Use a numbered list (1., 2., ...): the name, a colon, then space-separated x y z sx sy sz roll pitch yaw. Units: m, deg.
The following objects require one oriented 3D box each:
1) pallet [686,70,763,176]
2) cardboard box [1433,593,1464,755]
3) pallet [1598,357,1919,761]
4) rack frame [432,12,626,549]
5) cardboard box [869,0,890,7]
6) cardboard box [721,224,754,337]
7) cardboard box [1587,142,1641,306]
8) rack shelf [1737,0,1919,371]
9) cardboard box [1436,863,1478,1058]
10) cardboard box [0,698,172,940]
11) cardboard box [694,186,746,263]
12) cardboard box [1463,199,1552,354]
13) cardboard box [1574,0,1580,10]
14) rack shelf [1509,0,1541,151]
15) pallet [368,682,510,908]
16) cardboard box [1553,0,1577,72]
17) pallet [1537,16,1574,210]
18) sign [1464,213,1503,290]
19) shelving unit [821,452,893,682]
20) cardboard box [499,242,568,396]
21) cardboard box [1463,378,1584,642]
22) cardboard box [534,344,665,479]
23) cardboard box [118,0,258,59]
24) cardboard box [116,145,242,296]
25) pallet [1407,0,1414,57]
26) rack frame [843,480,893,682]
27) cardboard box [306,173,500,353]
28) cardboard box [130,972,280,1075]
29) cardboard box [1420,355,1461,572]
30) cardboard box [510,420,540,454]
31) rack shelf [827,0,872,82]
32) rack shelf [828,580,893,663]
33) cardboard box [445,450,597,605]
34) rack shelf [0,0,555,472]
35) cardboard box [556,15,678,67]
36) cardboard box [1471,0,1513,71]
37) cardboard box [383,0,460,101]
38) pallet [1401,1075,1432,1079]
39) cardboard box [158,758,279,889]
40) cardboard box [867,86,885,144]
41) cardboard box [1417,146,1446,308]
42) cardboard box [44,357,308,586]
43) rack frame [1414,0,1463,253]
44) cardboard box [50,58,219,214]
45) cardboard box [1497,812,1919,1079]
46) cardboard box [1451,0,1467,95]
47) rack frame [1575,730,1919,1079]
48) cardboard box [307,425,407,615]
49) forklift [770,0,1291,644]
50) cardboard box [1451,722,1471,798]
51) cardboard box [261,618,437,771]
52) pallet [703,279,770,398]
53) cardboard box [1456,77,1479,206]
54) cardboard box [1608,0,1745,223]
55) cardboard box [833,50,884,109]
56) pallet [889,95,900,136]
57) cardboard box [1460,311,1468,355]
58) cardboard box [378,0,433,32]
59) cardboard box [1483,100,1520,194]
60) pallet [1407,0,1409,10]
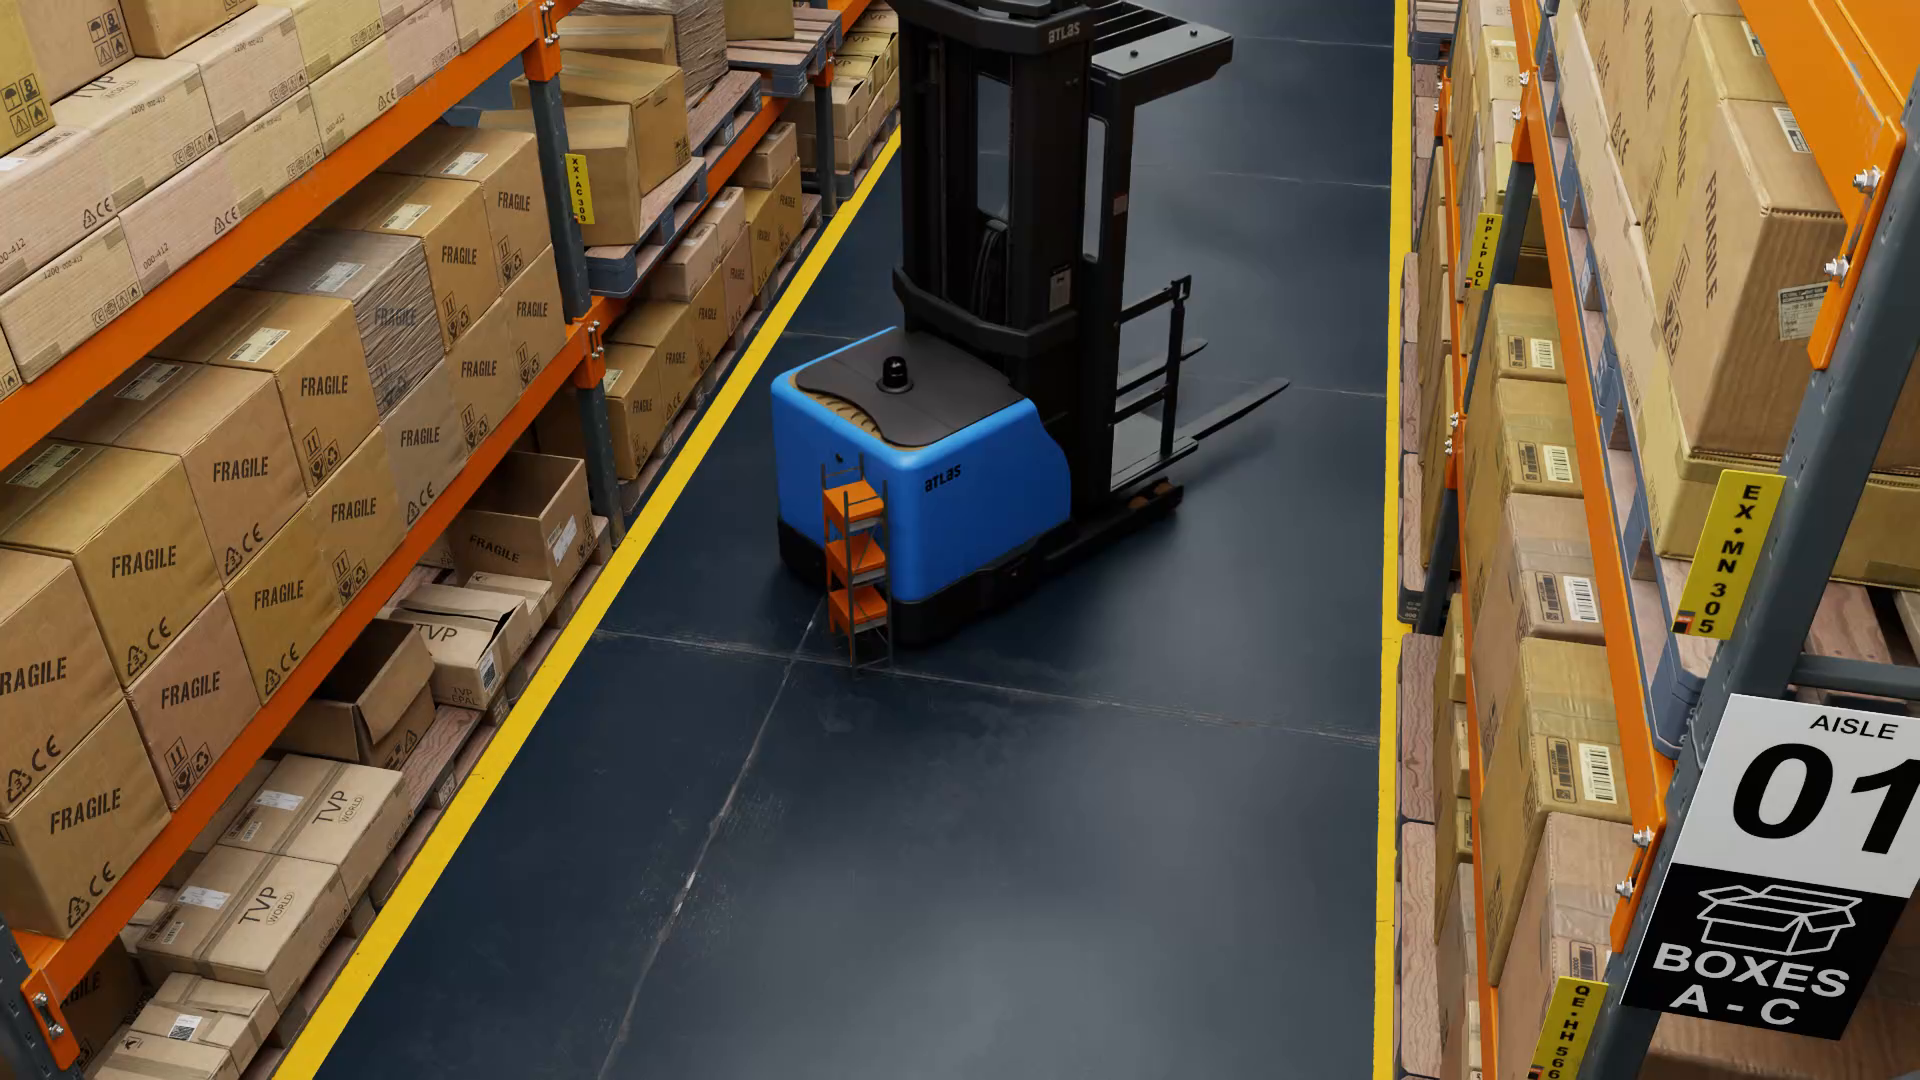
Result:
1. pallet: -1.776 -2.367 9.393 1.003 0.211 1.213 7 37 10
2. cardboard box: 2.361 0.610 6.894 0.700 0.500 0.500 8 37 11
3. pallet: 1.915 0.040 3.428 1.003 0.211 1.213 7 37 10
4. rack frame: -2.219 -1.267 7.712 1.000 3.000 0.127 7 37 10
5. cardboard box: -0.531 -4.284 13.382 0.500 0.311 0.500 7 37 10
6. cardboard box: -1.552 -1.562 9.874 0.500 0.500 0.500 6 36 8
7. cardboard box: 1.880 -0.770 4.155 0.500 0.250 0.500 6 36 9
8. rack shelf: 2.194 -1.477 3.844 1.077 0.370 4.000 7 37 10
9. cardboard box: 2.032 1.498 5.669 0.700 0.500 0.500 6 36 8
10. cardboard box: -2.721 0.765 4.824 0.500 0.500 0.500 8 37 11
11. cardboard box: -1.558 -1.844 9.624 0.500 0.250 0.500 7 36 9
12. cardboard box: 2.473 -1.113 7.144 0.500 0.500 0.500 7 36 9
13. cardboard box: 2.195 -1.942 5.133 0.500 0.500 0.500 7 37 10
14. rack shelf: 3.048 -2.718 7.771 1.077 0.370 4.000 7 37 10
15. pallet: -2.625 0.958 7.019 1.003 0.211 1.213 7 37 10
16. cardboard box: 2.216 -1.649 5.368 0.500 0.250 0.500 7 37 10
17. pallet: 2.436 -1.359 5.358 1.003 0.211 1.213 7 37 10
18. sign: 2.089 -1.147 6.627 0.100 0.325 0.005 7 37 10
19. shelving unit: -0.457 0.132 7.444 0.215 1.050 0.252 -17 39 -22
20. cardboard box: -2.075 -0.988 7.242 0.500 0.500 0.500 8 37 11
21. cardboard box: 2.328 -0.042 5.767 0.980 0.700 0.700 6 36 9
22. cardboard box: -1.878 -0.679 8.657 0.500 0.500 0.500 6 36 8
23. cardboard box: -2.590 -1.781 4.928 0.700 0.500 0.500 7 37 10
24. cardboard box: -2.491 -0.962 4.863 0.500 0.250 0.500 7 37 10
25. pallet: 4.439 -4.495 14.542 1.003 0.211 1.213 7 37 10
26. rack frame: -0.402 0.196 7.356 0.200 1.050 0.008 -17 39 -22
27. cardboard box: -2.181 -1.095 6.538 0.500 0.500 0.500 7 36 9
28. cardboard box: -2.595 1.655 5.719 0.380 0.166 0.250 7 37 10
29. cardboard box: 2.633 -0.336 7.902 0.750 0.750 0.750 8 37 11
30. cardboard box: -2.394 -0.751 8.756 0.500 0.500 0.500 7 37 10
31. rack shelf: -0.938 -4.415 12.669 1.077 0.370 4.000 7 37 10
32. rack shelf: -0.457 0.365 7.613 0.215 0.259 0.240 -17 39 -22
33. cardboard box: -2.064 -0.070 7.816 0.500 0.500 0.500 7 37 10
34. rack shelf: -2.646 -1.043 5.460 1.077 0.370 4.000 7 37 10
35. cardboard box: -1.902 -2.498 8.967 0.700 0.500 0.500 -1 36 -2
36. cardboard box: 2.910 -2.590 8.543 0.500 0.250 0.500 8 37 10
37. cardboard box: -2.180 -1.823 6.051 0.500 0.250 0.500 7 37 10
38. pallet: 1.861 2.306 5.158 1.003 0.211 1.213 7 37 10
39. cardboard box: -2.966 1.078 6.444 0.500 0.250 0.500 7 37 10
40. cardboard box: -0.859 -3.168 12.321 0.500 0.250 0.500 6 36 9
41. cardboard box: 3.190 -1.835 9.970 0.750 0.750 0.750 7 36 9
42. cardboard box: -2.505 -0.227 5.340 0.500 0.500 0.500 8 37 11
43. rack frame: 3.475 -2.941 10.022 1.000 3.000 0.127 7 37 10
44. cardboard box: -2.495 -1.165 4.717 0.500 0.250 0.500 7 37 10
45. cardboard box: 1.866 1.230 4.011 0.980 0.700 0.700 9 37 12
46. cardboard box: 3.122 -2.864 9.559 0.500 0.500 0.500 8 37 11
47. rack frame: 1.767 1.645 3.694 1.000 3.000 0.127 7 37 10
48. cardboard box: -2.398 -0.105 6.024 0.500 0.500 0.500 8 37 11
49. forklift: 0.526 -1.447 8.019 3.031 2.935 1.130 -28 45 -33
50. cardboard box: 1.998 0.820 6.052 0.380 0.149 0.250 6 36 9
51. cardboard box: -2.615 0.644 6.828 0.797 0.503 0.637 7 37 10
52. pallet: -1.824 -1.310 10.148 1.003 0.211 1.213 7 37 10
53. cardboard box: 2.790 -1.981 8.341 0.500 0.500 0.500 8 37 11
54. cardboard box: 1.877 -1.062 3.919 0.500 0.500 0.500 6 36 8
55. cardboard box: -0.862 -3.409 12.175 0.500 0.311 0.500 6 36 9
56. pallet: -0.888 -3.595 13.300 1.003 0.211 1.213 7 37 10
57. cardboard box: 2.448 -0.931 7.446 0.380 0.149 0.250 8 37 11
58. cardboard box: -2.168 -2.024 5.902 0.500 0.250 0.500 7 37 10
59. cardboard box: 2.590 -1.712 7.332 0.500 0.250 0.500 8 37 11
60. pallet: 4.697 -5.196 15.510 1.003 0.211 1.213 7 37 10
